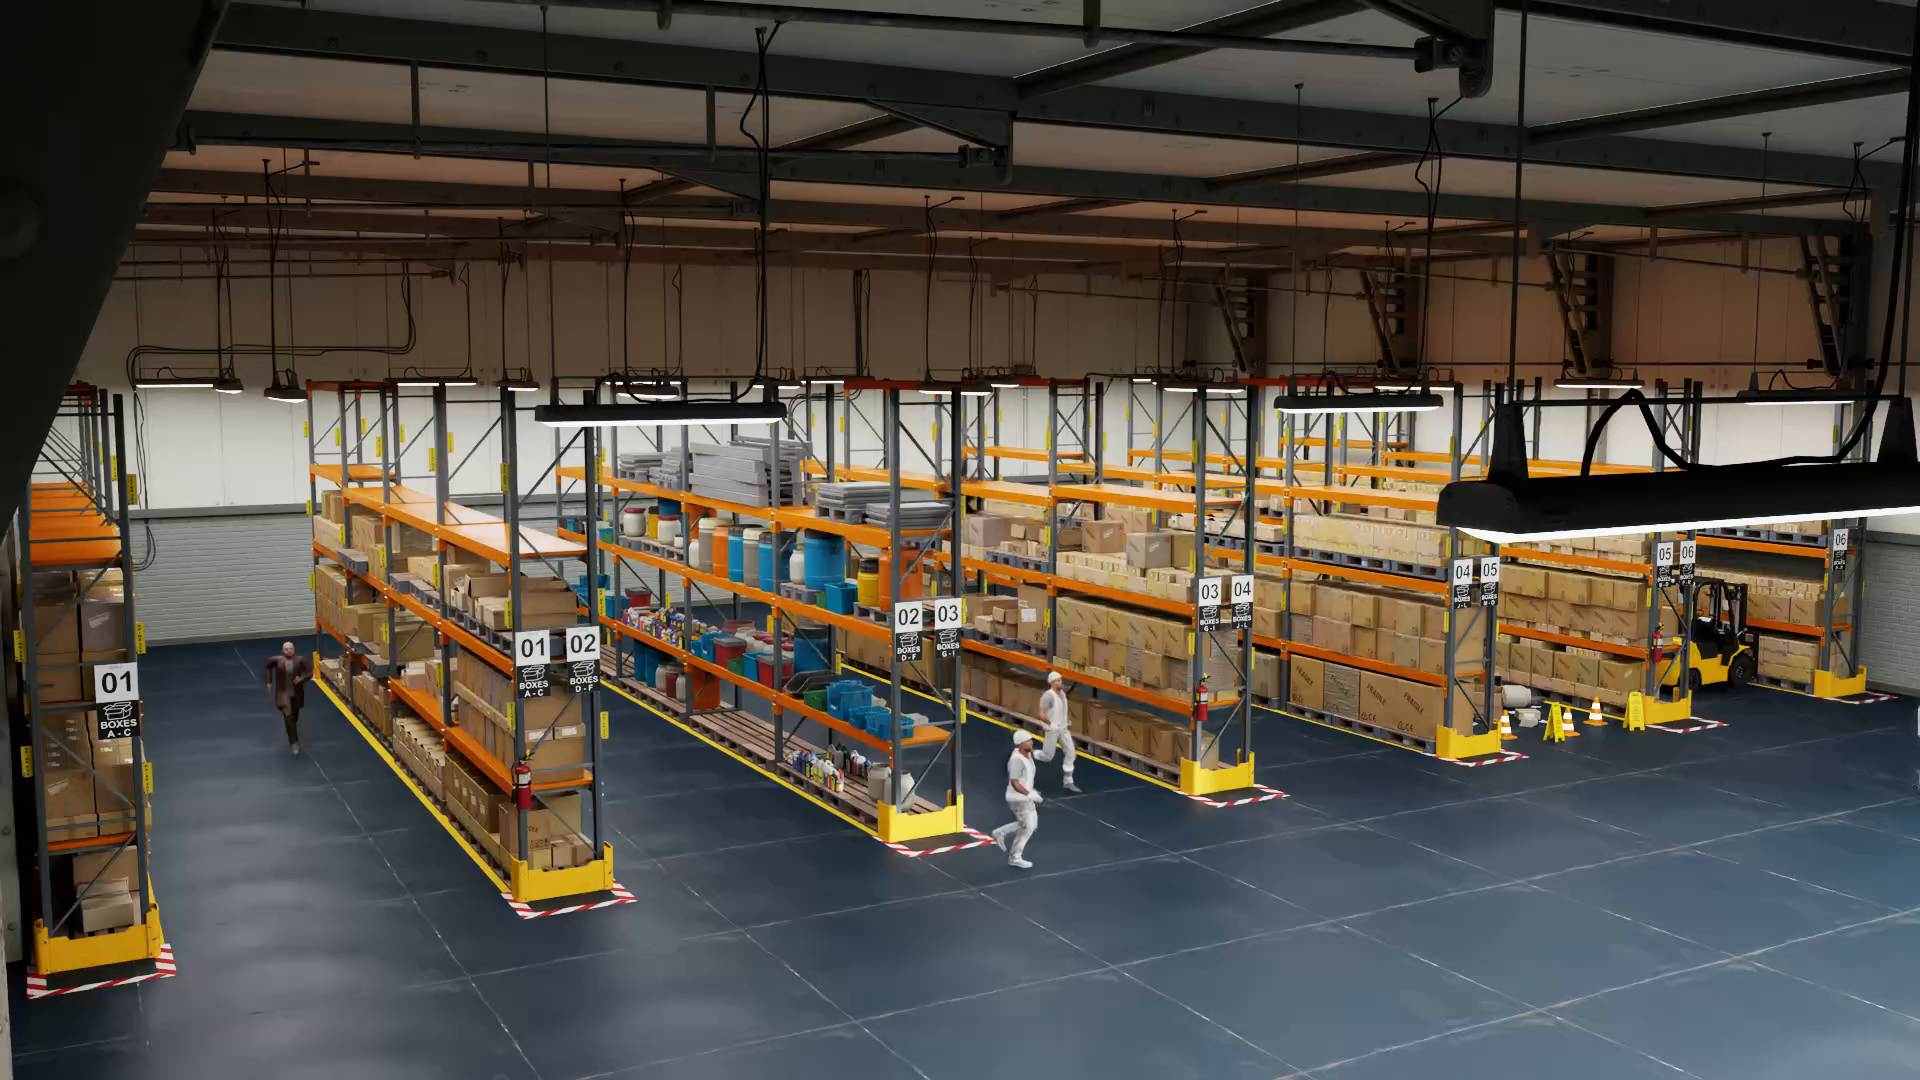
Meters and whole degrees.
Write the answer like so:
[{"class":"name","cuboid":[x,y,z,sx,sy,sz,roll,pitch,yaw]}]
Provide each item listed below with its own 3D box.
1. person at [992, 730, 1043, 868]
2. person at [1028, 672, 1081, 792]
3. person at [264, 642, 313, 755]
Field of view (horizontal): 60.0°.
[{"class":"person","cuboid":[0.731,3.244,20.964,0.670,1.741,0.714,1,6,8]},{"class":"person","cuboid":[1.393,2.840,24.872,1.013,1.763,0.639,6,8,44]},{"class":"person","cuboid":[-10.995,2.514,27.279,0.734,1.732,1.025,-3,7,-27]}]
